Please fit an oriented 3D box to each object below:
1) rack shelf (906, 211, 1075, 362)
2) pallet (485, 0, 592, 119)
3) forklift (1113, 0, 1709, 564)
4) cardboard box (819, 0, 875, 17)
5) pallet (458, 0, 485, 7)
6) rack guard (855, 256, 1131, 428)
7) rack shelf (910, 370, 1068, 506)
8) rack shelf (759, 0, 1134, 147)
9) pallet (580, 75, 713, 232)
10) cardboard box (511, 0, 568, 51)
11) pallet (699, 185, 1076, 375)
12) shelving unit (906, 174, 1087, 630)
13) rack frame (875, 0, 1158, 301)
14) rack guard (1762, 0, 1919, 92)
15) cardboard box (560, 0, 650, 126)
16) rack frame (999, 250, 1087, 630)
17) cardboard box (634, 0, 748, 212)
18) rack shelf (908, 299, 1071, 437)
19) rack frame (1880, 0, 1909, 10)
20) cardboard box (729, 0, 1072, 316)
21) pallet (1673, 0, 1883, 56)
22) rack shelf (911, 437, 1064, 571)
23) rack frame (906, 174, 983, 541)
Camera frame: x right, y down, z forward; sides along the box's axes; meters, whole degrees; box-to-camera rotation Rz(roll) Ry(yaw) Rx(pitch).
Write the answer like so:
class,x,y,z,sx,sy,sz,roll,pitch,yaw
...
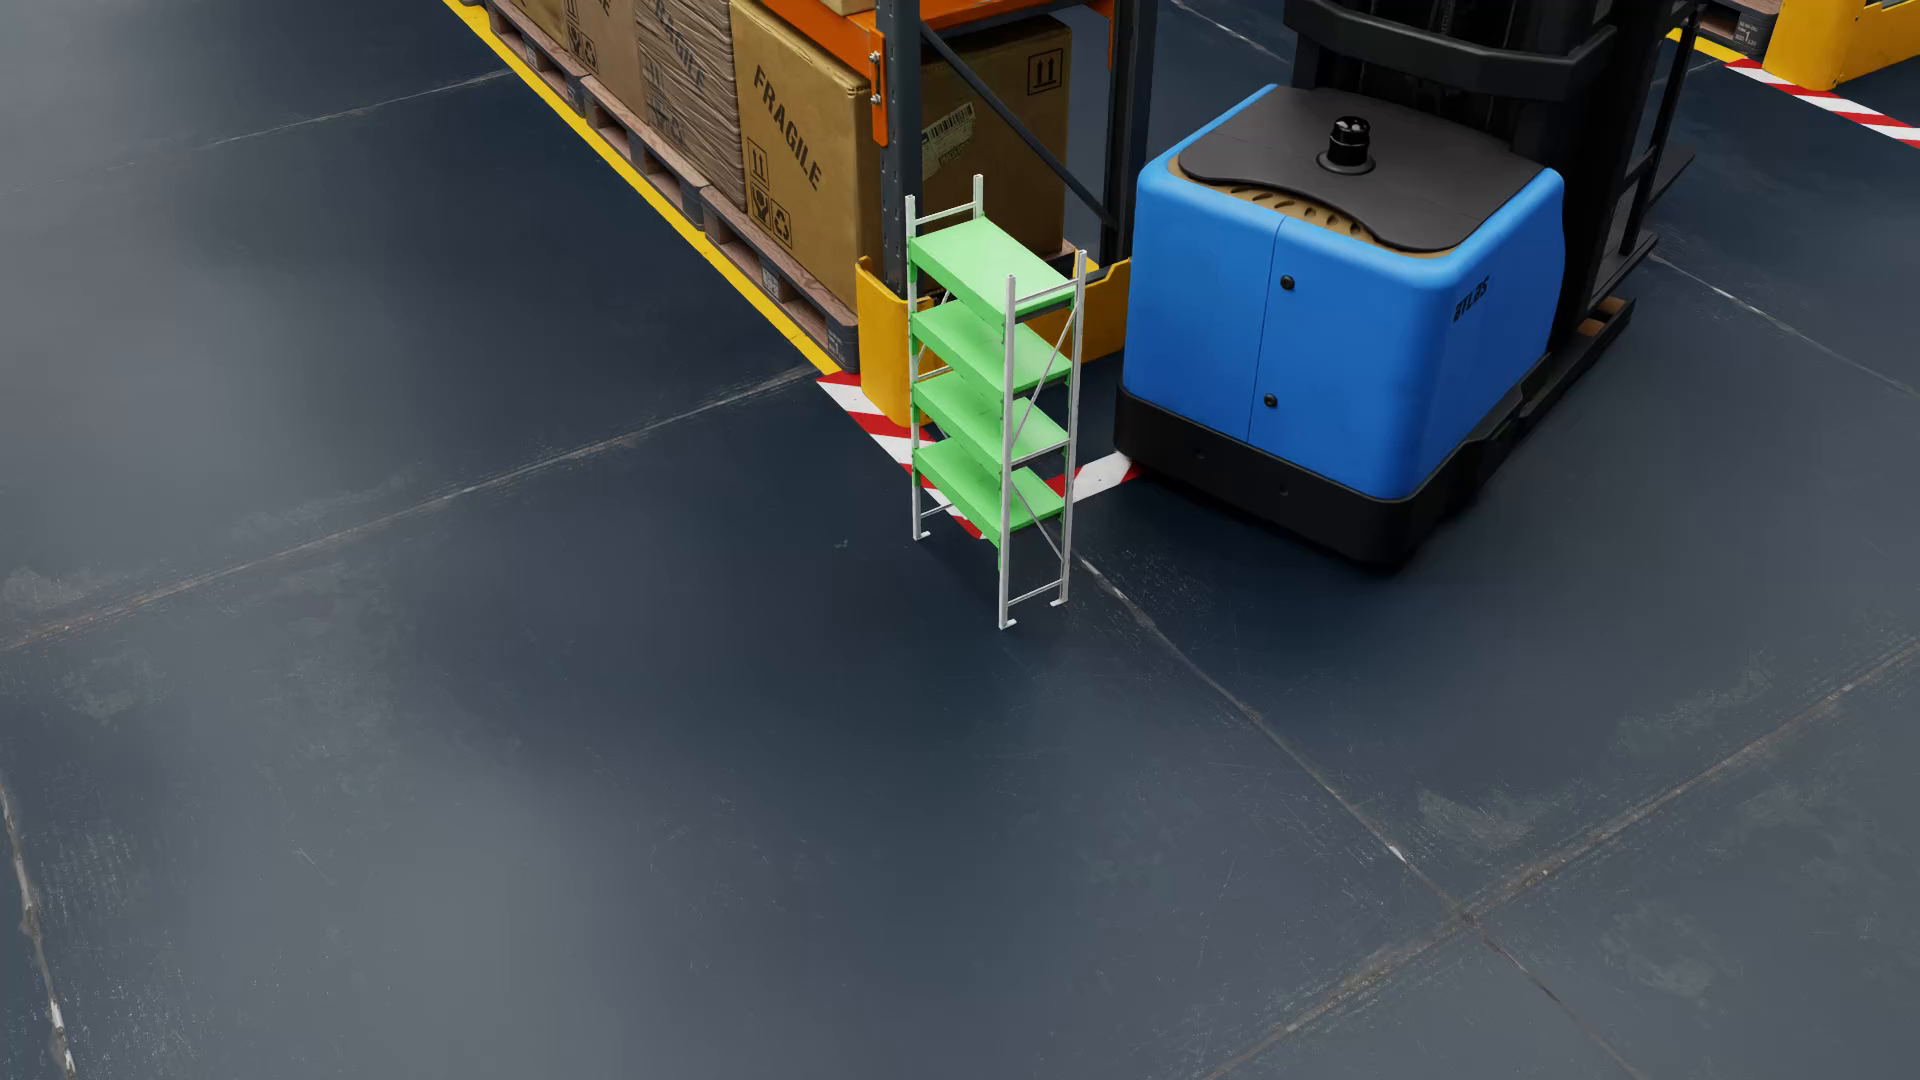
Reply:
class,x,y,z,sx,sy,sz,roll,pitch,yaw
rack shelf,0.089,-0.691,4.492,0.258,0.148,0.480,-22,45,-24
pallet,-1.611,-2.477,8.058,1.003,0.211,1.213,-22,45,-24
forklift,1.819,-1.937,5.285,1.130,2.935,3.031,27,47,29
cardboard box,-0.272,-1.809,5.274,0.380,0.149,0.250,-21,44,-24
pallet,-2.433,-3.305,9.052,1.003,0.211,1.213,-22,45,-24
rack guard,0.210,-0.854,5.884,1.175,0.500,0.348,-22,45,-24
rack shelf,0.089,-0.322,4.799,0.258,0.148,0.480,-22,45,-24
rack shelf,-0.879,-2.630,6.625,1.077,0.370,4.000,-22,45,-24
pallet,-0.951,-1.818,7.267,1.003,0.211,1.213,-22,45,-24
cardboard box,-1.667,-2.947,7.775,0.875,0.875,0.875,-22,45,-24
pallet,-0.299,-1.160,6.478,1.003,0.211,1.213,-22,45,-24
shelving unit,0.089,-0.372,4.759,0.258,1.200,0.503,-22,45,-24
rack frame,0.197,-1.827,5.099,1.000,3.000,0.127,-22,45,-24
rack guard,4.397,-2.563,7.935,1.175,0.500,0.348,-22,45,-24
cardboard box,-1.183,-2.462,7.193,0.875,0.875,0.875,-22,45,-24
rack frame,0.220,-0.240,4.601,0.240,1.200,0.015,-22,45,-24
cardboard box,-0.704,-1.981,6.616,0.875,0.875,0.875,-22,45,-24
rack shelf,0.089,-0.507,4.646,0.258,0.148,0.480,-22,45,-24
rack frame,4.373,-3.532,7.145,1.000,3.000,0.127,-22,45,-24
cardboard box,-0.215,-1.490,6.027,0.875,0.875,0.875,-22,45,-24
pallet,3.962,-2.919,8.588,1.003,0.211,1.213,-22,45,-24
rack shelf,0.089,-0.138,4.953,0.258,0.148,0.480,-22,45,-24
rack frame,-0.042,-0.503,4.917,0.240,1.200,0.015,-22,45,-24
